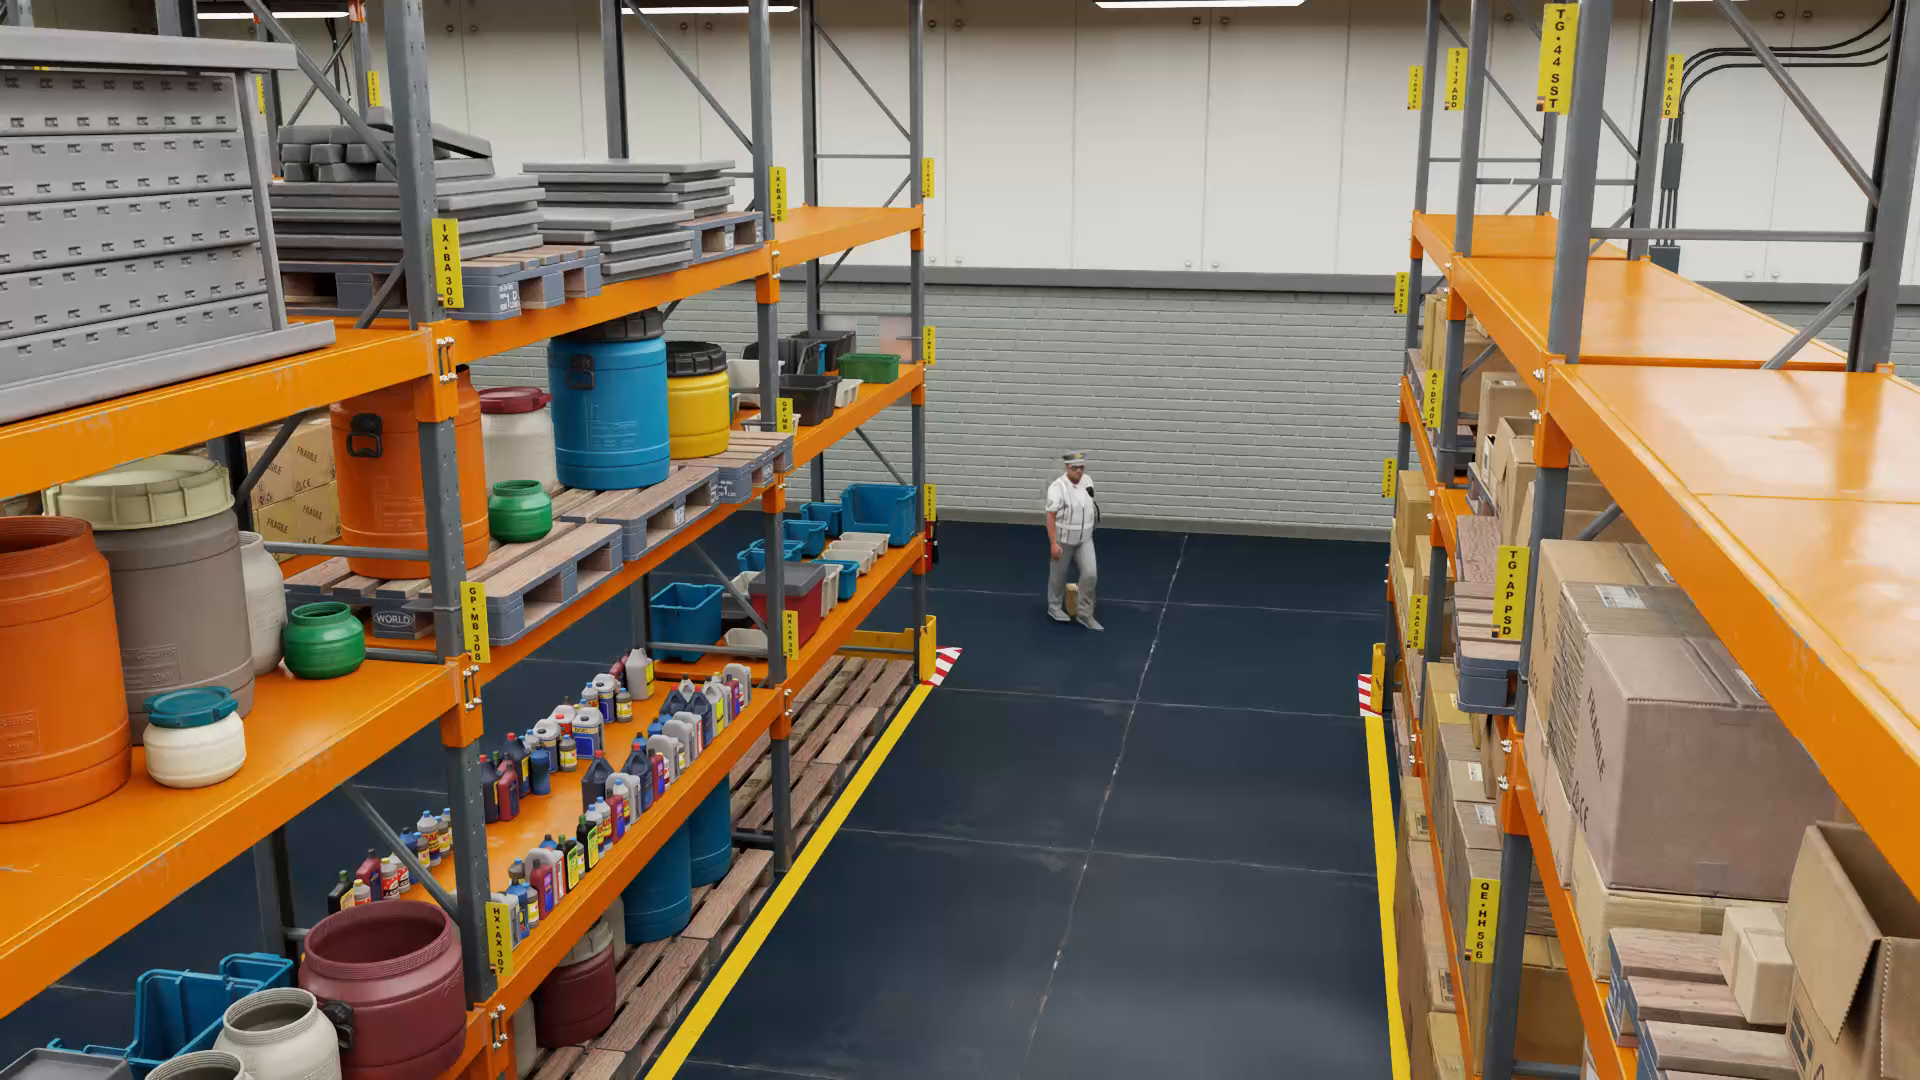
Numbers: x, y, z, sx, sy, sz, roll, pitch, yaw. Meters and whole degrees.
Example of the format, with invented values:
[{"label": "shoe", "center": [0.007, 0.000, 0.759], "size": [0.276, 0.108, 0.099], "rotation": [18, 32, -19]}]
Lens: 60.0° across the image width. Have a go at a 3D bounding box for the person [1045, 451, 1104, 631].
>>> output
[{"label": "person", "center": [1.057, -0.002, 16.053], "size": [0.569, 1.804, 0.630], "rotation": [-7, 16, -25]}]
